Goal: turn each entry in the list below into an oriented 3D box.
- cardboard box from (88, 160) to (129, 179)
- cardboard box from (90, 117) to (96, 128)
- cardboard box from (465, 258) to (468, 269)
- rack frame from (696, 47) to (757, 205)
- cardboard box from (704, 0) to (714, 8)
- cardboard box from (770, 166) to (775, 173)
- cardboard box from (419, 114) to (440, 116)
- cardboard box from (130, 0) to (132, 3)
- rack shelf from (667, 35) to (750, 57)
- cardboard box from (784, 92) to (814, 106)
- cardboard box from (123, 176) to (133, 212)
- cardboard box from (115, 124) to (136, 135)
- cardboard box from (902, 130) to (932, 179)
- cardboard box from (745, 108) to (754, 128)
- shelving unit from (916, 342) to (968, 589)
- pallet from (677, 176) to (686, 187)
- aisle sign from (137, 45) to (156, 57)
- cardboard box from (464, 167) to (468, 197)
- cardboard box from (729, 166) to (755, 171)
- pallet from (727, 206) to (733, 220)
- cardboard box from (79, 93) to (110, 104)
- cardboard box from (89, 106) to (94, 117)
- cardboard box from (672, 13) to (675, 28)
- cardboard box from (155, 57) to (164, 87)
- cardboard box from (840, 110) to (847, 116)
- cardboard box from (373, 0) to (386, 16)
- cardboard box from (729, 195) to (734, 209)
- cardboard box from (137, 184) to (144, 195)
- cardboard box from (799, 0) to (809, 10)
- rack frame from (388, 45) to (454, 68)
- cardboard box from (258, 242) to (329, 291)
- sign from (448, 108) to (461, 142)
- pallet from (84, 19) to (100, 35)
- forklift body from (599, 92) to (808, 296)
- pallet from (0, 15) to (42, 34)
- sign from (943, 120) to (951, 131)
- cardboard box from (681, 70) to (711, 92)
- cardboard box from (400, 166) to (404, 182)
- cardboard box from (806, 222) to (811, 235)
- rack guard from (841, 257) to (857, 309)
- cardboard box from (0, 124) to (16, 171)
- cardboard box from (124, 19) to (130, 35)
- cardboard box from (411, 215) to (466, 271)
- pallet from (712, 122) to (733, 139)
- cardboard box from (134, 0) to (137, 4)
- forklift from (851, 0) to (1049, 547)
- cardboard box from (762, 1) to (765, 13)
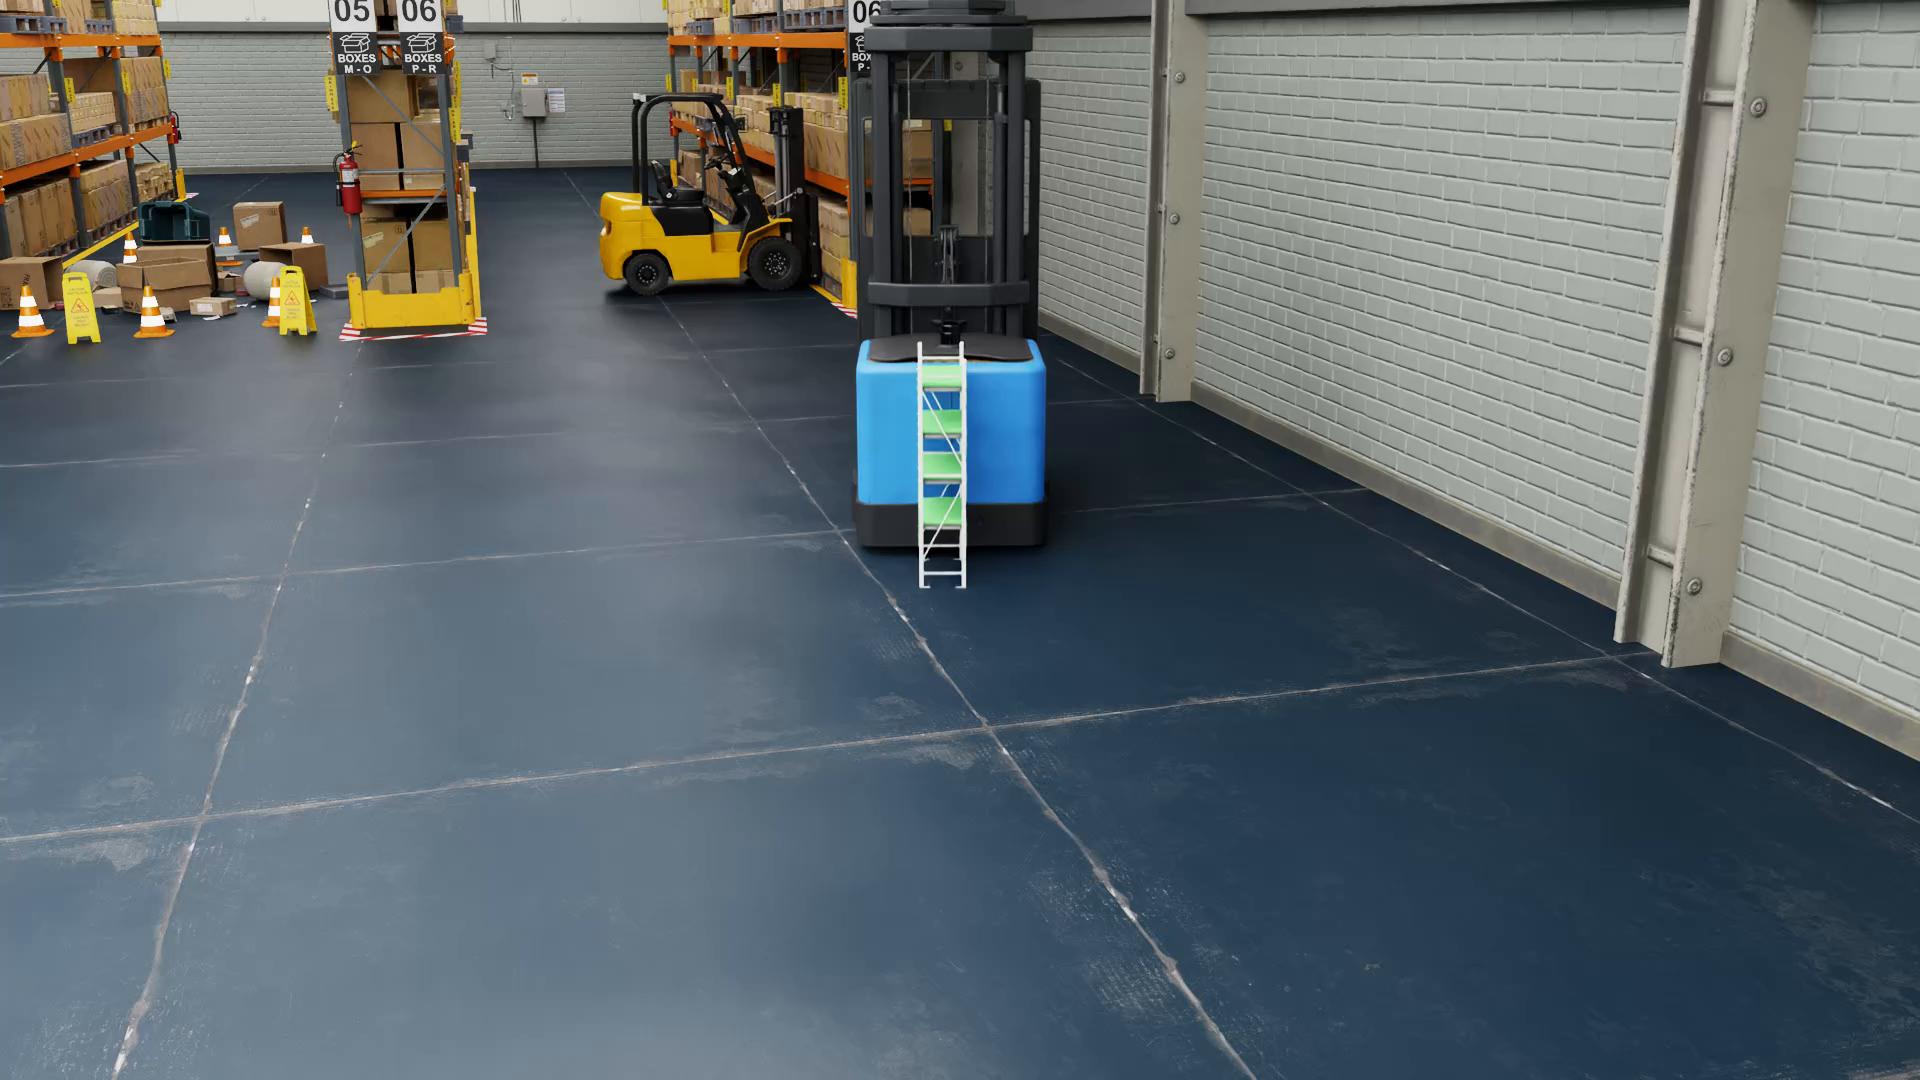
[{"bbox_3d":[-13.028,-5.663,25.402,0.500,0.250,0.500,-5,17,-17],"label":"cardboard box"},{"bbox_3d":[-12.742,-6.039,24.048,0.380,0.149,0.250,-5,18,-17],"label":"cardboard box"},{"bbox_3d":[-5.535,-2.857,17.799,0.500,0.250,0.500,-4,17,-13],"label":"cardboard box"},{"bbox_3d":[-3.973,-7.299,28.536,1.000,3.000,0.127,-5,17,-15],"label":"rack frame"},{"bbox_3d":[-3.833,-8.468,26.230,0.380,0.149,0.250,-5,17,-15],"label":"cardboard box"},{"bbox_3d":[-2.717,-5.676,25.621,0.380,0.149,0.250,-4,17,-12],"label":"cardboard box"},{"bbox_3d":[-5.744,-4.353,18.039,0.500,0.500,0.500,-5,17,-16],"label":"cardboard box"},{"bbox_3d":[-13.723,-8.819,27.083,0.380,0.149,0.250,-5,17,-17],"label":"cardboard box"},{"bbox_3d":[-4.523,-8.944,30.050,1.077,0.370,4.000,-5,17,-15],"label":"rack shelf"},{"bbox_3d":[-1.972,-5.475,20.647,0.380,0.149,0.250,-4,17,-14],"label":"cardboard box"},{"bbox_3d":[-13.030,-5.305,25.514,0.500,0.500,0.500,-5,17,-16],"label":"cardboard box"},{"bbox_3d":[-13.239,-6.470,26.213,0.380,0.149,0.250,-4,17,-13],"label":"cardboard box"},{"bbox_3d":[-0.544,-4.186,18.001,0.500,0.500,0.500,-4,17,-13],"label":"cardboard box"},{"bbox_3d":[-2.724,-5.933,23.381,0.500,0.250,0.500,-5,17,-17],"label":"cardboard box"},{"bbox_3d":[-0.095,-0.394,8.678,0.258,1.200,0.503,0,17,-1],"label":"shelving unit"},{"bbox_3d":[-4.831,-6.828,31.817,1.003,0.211,1.213,-5,17,-15],"label":"pallet"},{"bbox_3d":[-14.307,-8.881,29.286,0.394,0.787,0.004,-5,17,-15],"label":"aisle sign"},{"bbox_3d":[-8.814,-6.061,28.141,0.875,0.438,0.875,-5,17,-16],"label":"cardboard box"},{"bbox_3d":[-3.358,-5.697,25.690,0.380,0.149,0.250,-6,18,-18],"label":"cardboard box"},{"bbox_3d":[-3.042,-5.066,25.951,1.003,0.211,1.213,-5,17,-15],"label":"pallet"},{"bbox_3d":[-13.103,-6.682,25.155,0.380,0.149,0.250,-5,17,-17],"label":"cardboard box"},{"bbox_3d":[-12.750,-6.183,24.011,0.380,0.149,0.250,-4,17,-13],"label":"cardboard box"},{"bbox_3d":[-5.054,-9.629,30.824,0.500,0.250,0.500,-4,17,-14],"label":"cardboard box"},{"bbox_3d":[-14.210,-8.155,28.957,0.500,0.500,0.500,-5,17,-16],"label":"cardboard box"},{"bbox_3d":[-1.074,-4.629,17.829,0.380,0.149,0.250,-5,17,-15],"label":"cardboard box"},{"bbox_3d":[-5.846,-5.213,16.124,0.500,0.250,0.500,-5,17,-16],"label":"cardboard box"},{"bbox_3d":[-3.324,-5.436,25.948,0.500,0.500,0.500,-5,17,-16],"label":"cardboard box"},{"bbox_3d":[-13.268,-5.590,26.555,0.380,0.149,0.250,-4,17,-13],"label":"cardboard box"},{"bbox_3d":[-1.658,-6.273,19.236,0.396,0.266,0.258,-5,17,-17],"label":"cardboard box"},{"bbox_3d":[-8.744,-6.905,27.226,1.000,3.000,0.127,-5,17,-15],"label":"rack frame"},{"bbox_3d":[-7.560,-3.092,18.874,0.500,0.500,0.500,7,18,23],"label":"cardboard box"},{"bbox_3d":[-4.925,-4.044,16.194,0.100,0.325,0.005,-5,17,-15],"label":"sign"},{"bbox_3d":[-13.121,-7.367,23.875,1.213,0.211,1.003,-5,17,-15],"label":"pallet"},{"bbox_3d":[-2.950,-3.953,18.874,2.313,2.155,1.214,-5,17,-15],"label":"forklift body"},{"bbox_3d":[-11.839,-6.243,20.135,1.003,0.211,1.213,-4,17,-13],"label":"pallet"},{"bbox_3d":[-0.140,-4.474,17.491,0.100,0.325,0.005,-5,17,-15],"label":"sign"},{"bbox_3d":[-4.794,-8.273,30.221,0.500,0.500,0.500,-4,17,-14],"label":"cardboard box"},{"bbox_3d":[-6.016,-3.837,17.448,0.380,0.149,0.250,-4,17,-14],"label":"cardboard box"},{"bbox_3d":[-1.533,-3.632,19.511,0.500,0.250,0.500,-5,17,-15],"label":"cardboard box"},{"bbox_3d":[-0.668,-2.776,17.823,1.175,0.500,0.348,-5,17,-15],"label":"rack guard"},{"bbox_3d":[-11.163,-4.488,19.004,0.500,0.500,0.500,-4,17,-15],"label":"cardboard box"},{"bbox_3d":[-13.496,-8.137,26.375,0.500,0.250,0.500,-5,17,-16],"label":"cardboard box"},{"bbox_3d":[-5.410,-3.081,17.241,0.500,0.500,0.500,-5,18,-17],"label":"cardboard box"},{"bbox_3d":[-3.127,-6.282,25.486,1.213,0.211,1.003,-5,17,-15],"label":"pallet"},{"bbox_3d":[-13.880,-8.962,27.558,0.380,0.149,0.250,-4,17,-14],"label":"cardboard box"},{"bbox_3d":[-0.081,-1.736,10.135,1.130,2.935,3.031,0,17,-1],"label":"forklift"},{"bbox_3d":[-2.369,-6.931,21.632,0.380,0.149,0.250,-5,17,-15],"label":"cardboard box"}]
